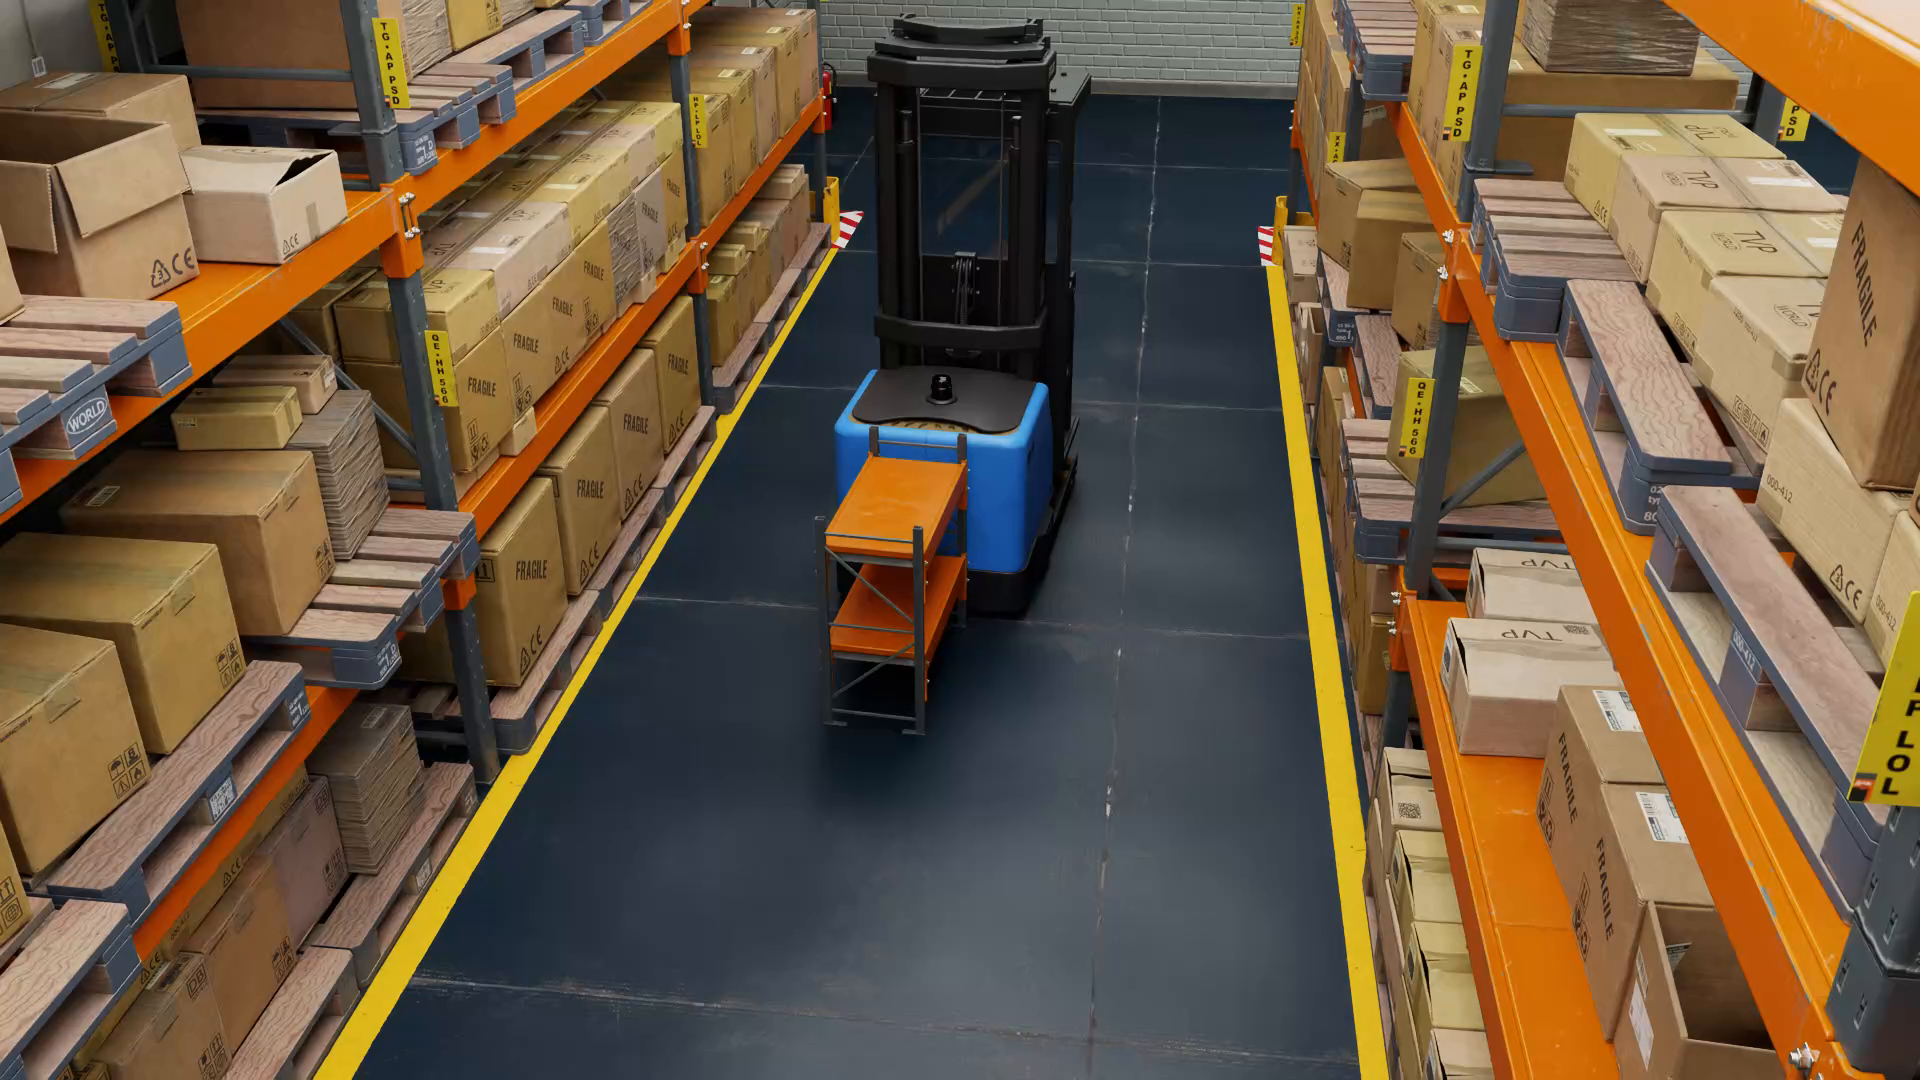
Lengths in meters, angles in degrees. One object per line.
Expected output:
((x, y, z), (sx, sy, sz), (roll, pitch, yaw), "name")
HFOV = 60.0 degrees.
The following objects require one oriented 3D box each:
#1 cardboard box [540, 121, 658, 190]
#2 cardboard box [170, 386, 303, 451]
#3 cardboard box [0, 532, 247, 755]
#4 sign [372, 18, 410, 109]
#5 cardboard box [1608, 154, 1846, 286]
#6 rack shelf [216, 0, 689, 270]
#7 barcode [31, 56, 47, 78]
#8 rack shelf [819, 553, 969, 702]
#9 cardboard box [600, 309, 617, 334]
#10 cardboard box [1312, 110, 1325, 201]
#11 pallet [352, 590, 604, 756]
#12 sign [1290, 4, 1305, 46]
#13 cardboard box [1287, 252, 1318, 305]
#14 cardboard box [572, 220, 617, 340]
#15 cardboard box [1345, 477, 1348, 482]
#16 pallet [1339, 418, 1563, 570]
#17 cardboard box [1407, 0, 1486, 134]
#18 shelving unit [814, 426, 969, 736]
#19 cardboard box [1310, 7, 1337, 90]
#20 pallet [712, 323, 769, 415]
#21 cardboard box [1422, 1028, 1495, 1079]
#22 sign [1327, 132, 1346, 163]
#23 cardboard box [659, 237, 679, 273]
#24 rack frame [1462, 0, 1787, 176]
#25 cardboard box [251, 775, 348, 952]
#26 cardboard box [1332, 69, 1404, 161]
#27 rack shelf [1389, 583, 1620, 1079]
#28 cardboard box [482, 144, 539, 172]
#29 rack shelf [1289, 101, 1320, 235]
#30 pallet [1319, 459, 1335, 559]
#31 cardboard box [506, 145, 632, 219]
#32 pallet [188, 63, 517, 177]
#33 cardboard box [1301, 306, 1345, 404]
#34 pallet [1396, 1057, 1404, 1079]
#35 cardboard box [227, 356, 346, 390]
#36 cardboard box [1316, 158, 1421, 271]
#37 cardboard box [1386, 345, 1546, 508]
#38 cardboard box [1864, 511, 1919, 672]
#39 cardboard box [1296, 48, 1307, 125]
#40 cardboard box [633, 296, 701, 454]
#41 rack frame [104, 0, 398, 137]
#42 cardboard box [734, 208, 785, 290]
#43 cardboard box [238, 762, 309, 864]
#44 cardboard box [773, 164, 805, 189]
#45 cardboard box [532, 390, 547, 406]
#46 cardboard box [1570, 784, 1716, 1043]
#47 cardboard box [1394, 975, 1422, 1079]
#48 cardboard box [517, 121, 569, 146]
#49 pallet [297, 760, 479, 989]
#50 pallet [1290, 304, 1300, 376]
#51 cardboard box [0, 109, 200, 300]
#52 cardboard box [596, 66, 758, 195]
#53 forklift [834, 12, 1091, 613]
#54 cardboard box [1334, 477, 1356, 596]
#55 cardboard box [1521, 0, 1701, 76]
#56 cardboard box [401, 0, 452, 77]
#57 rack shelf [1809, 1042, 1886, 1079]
((-2.029, -2.167, 9.378), (0.500, 0.250, 0.500), (4, 29, 7), "cardboard box")
((-2.680, -0.451, 6.172), (0.380, 0.149, 0.250), (-1, 28, -2), "cardboard box")
((-2.821, 0.327, 5.411), (0.700, 0.500, 0.500), (3, 28, 6), "cardboard box")
((-2.105, -1.760, 6.147), (0.100, 0.325, 0.005), (3, 28, 6), "sign")
((2.228, -0.933, 4.872), (0.500, 0.250, 0.500), (4, 29, 8), "cardboard box")
((-2.398, -2.190, 8.248), (1.077, 0.370, 4.000), (3, 28, 6), "rack shelf")
((-3.272, -1.678, 5.907), (0.001, 0.075, 0.075), (3, 28, 6), "barcode")
((-0.313, 0.396, 8.345), (0.538, 0.278, 1.000), (5, 29, 10), "rack shelf")
((-2.113, -1.255, 9.160), (0.380, 0.149, 0.250), (3, 28, 5), "cardboard box")
((2.693, -2.620, 11.346), (0.500, 0.500, 0.500), (4, 29, 7), "cardboard box")
((-2.472, 0.616, 8.383), (1.003, 0.211, 1.213), (3, 28, 6), "pallet")
((2.715, -4.137, 13.353), (0.100, 0.325, 0.005), (3, 28, 6), "sign")
((2.783, -1.997, 12.730), (0.500, 0.250, 0.500), (3, 28, 6), "cardboard box")
((-2.138, -1.367, 8.685), (0.500, 0.500, 0.500), (4, 29, 8), "cardboard box")
((2.279, -0.344, 8.607), (0.500, 0.250, 0.500), (3, 28, 5), "cardboard box")
((2.287, -0.197, 7.156), (1.213, 0.211, 1.003), (3, 28, 6), "pallet")
((2.420, -2.015, 7.060), (0.910, 0.500, 0.500), (3, 28, 6), "cardboard box")
((-0.313, 0.181, 8.229), (0.538, 1.125, 1.048), (5, 29, 10), "shelving unit")
((2.815, -3.533, 11.986), (0.500, 0.500, 0.500), (4, 29, 7), "cardboard box")
((-1.982, -1.253, 11.854), (1.003, 0.211, 1.213), (3, 28, 6), "pallet")
((1.735, 1.779, 5.149), (0.500, 0.311, 0.500), (3, 28, 6), "cardboard box")
((2.224, -2.250, 9.852), (0.100, 0.325, 0.005), (3, 28, 6), "sign")
((-1.921, -1.730, 10.042), (0.380, 0.149, 0.250), (4, 29, 7), "cardboard box")
((2.274, -2.600, 5.087), (1.000, 3.000, 0.127), (3, 28, 6), "rack frame")
((-2.858, 1.240, 6.458), (0.700, 0.500, 0.500), (3, 28, 6), "cardboard box")
((2.569, -2.579, 10.214), (0.500, 0.500, 0.500), (3, 29, 6), "cardboard box")
((2.029, 1.300, 4.933), (1.077, 0.370, 4.000), (3, 28, 6), "rack shelf")
((-2.582, -1.957, 8.989), (0.500, 0.250, 0.500), (2, 28, 4), "cardboard box")
((3.009, -2.466, 11.923), (1.077, 0.370, 4.000), (3, 28, 6), "rack shelf")
((2.702, -0.229, 9.952), (1.003, 0.211, 1.213), (3, 28, 6), "pallet")
((-2.091, -1.926, 8.932), (0.500, 0.250, 0.500), (4, 29, 7), "cardboard box")
((-2.617, -1.788, 6.943), (1.213, 0.211, 1.003), (5, 29, 9), "pallet")
((2.552, -1.219, 11.022), (0.500, 0.500, 0.500), (3, 28, 6), "cardboard box")
((1.982, 2.227, 5.394), (1.003, 0.211, 1.213), (3, 28, 6), "pallet")
((-2.847, -0.666, 7.384), (0.500, 0.500, 0.500), (4, 29, 7), "cardboard box")
((2.484, -1.860, 9.492), (0.700, 0.500, 0.500), (-6, 29, -11), "cardboard box")
((2.239, -0.490, 6.949), (0.700, 0.500, 0.500), (-6, 29, -11), "cardboard box")
((1.869, 0.196, 2.777), (0.500, 0.250, 0.500), (6, 29, 11), "cardboard box")
((2.938, -3.575, 13.117), (0.500, 0.500, 0.500), (4, 29, 7), "cardboard box")
((-2.104, -1.052, 10.365), (0.750, 0.750, 0.750), (4, 29, 7), "cardboard box")
((-2.643, -2.886, 5.618), (1.000, 3.000, 0.127), (3, 28, 6), "rack frame")
((-1.772, -2.287, 13.025), (0.700, 0.500, 0.500), (2, 28, 5), "cardboard box")
((-2.812, 0.939, 6.226), (0.500, 0.250, 0.500), (4, 29, 7), "cardboard box")
((-1.484, -2.974, 13.616), (0.380, 0.149, 0.250), (3, 28, 6), "cardboard box")
((-2.285, -0.771, 8.262), (0.380, 0.149, 0.250), (4, 29, 7), "cardboard box")
((2.020, 1.036, 4.559), (0.500, 0.500, 0.500), (3, 28, 6), "cardboard box")
((1.800, 1.778, 5.743), (0.500, 0.250, 0.500), (3, 28, 5), "cardboard box")
((-2.525, -2.193, 9.428), (0.500, 0.250, 0.500), (4, 29, 7), "cardboard box")
((-2.740, 1.351, 7.020), (1.003, 0.211, 1.213), (3, 28, 6), "pallet")
((2.996, -1.513, 12.336), (1.003, 0.211, 1.213), (3, 28, 6), "pallet")
((-2.894, -1.015, 5.178), (0.797, 0.503, 0.637), (7, 29, 13), "cardboard box")
((-1.976, -2.857, 11.575), (0.980, 0.700, 0.700), (3, 28, 5), "cardboard box")
((0.126, -1.583, 9.598), (1.130, 2.935, 3.031), (6, 29, 10), "forklift")
((2.277, 0.003, 8.753), (0.500, 0.500, 0.500), (2, 28, 4), "cardboard box")
((2.333, -1.968, 5.918), (0.500, 0.500, 0.500), (3, 28, 6), "cardboard box")
((-2.628, -2.287, 7.100), (0.700, 0.500, 0.500), (2, 28, 3), "cardboard box")
((1.539, 1.862, 0.727), (1.077, 0.370, 4.000), (3, 28, 6), "rack shelf")
